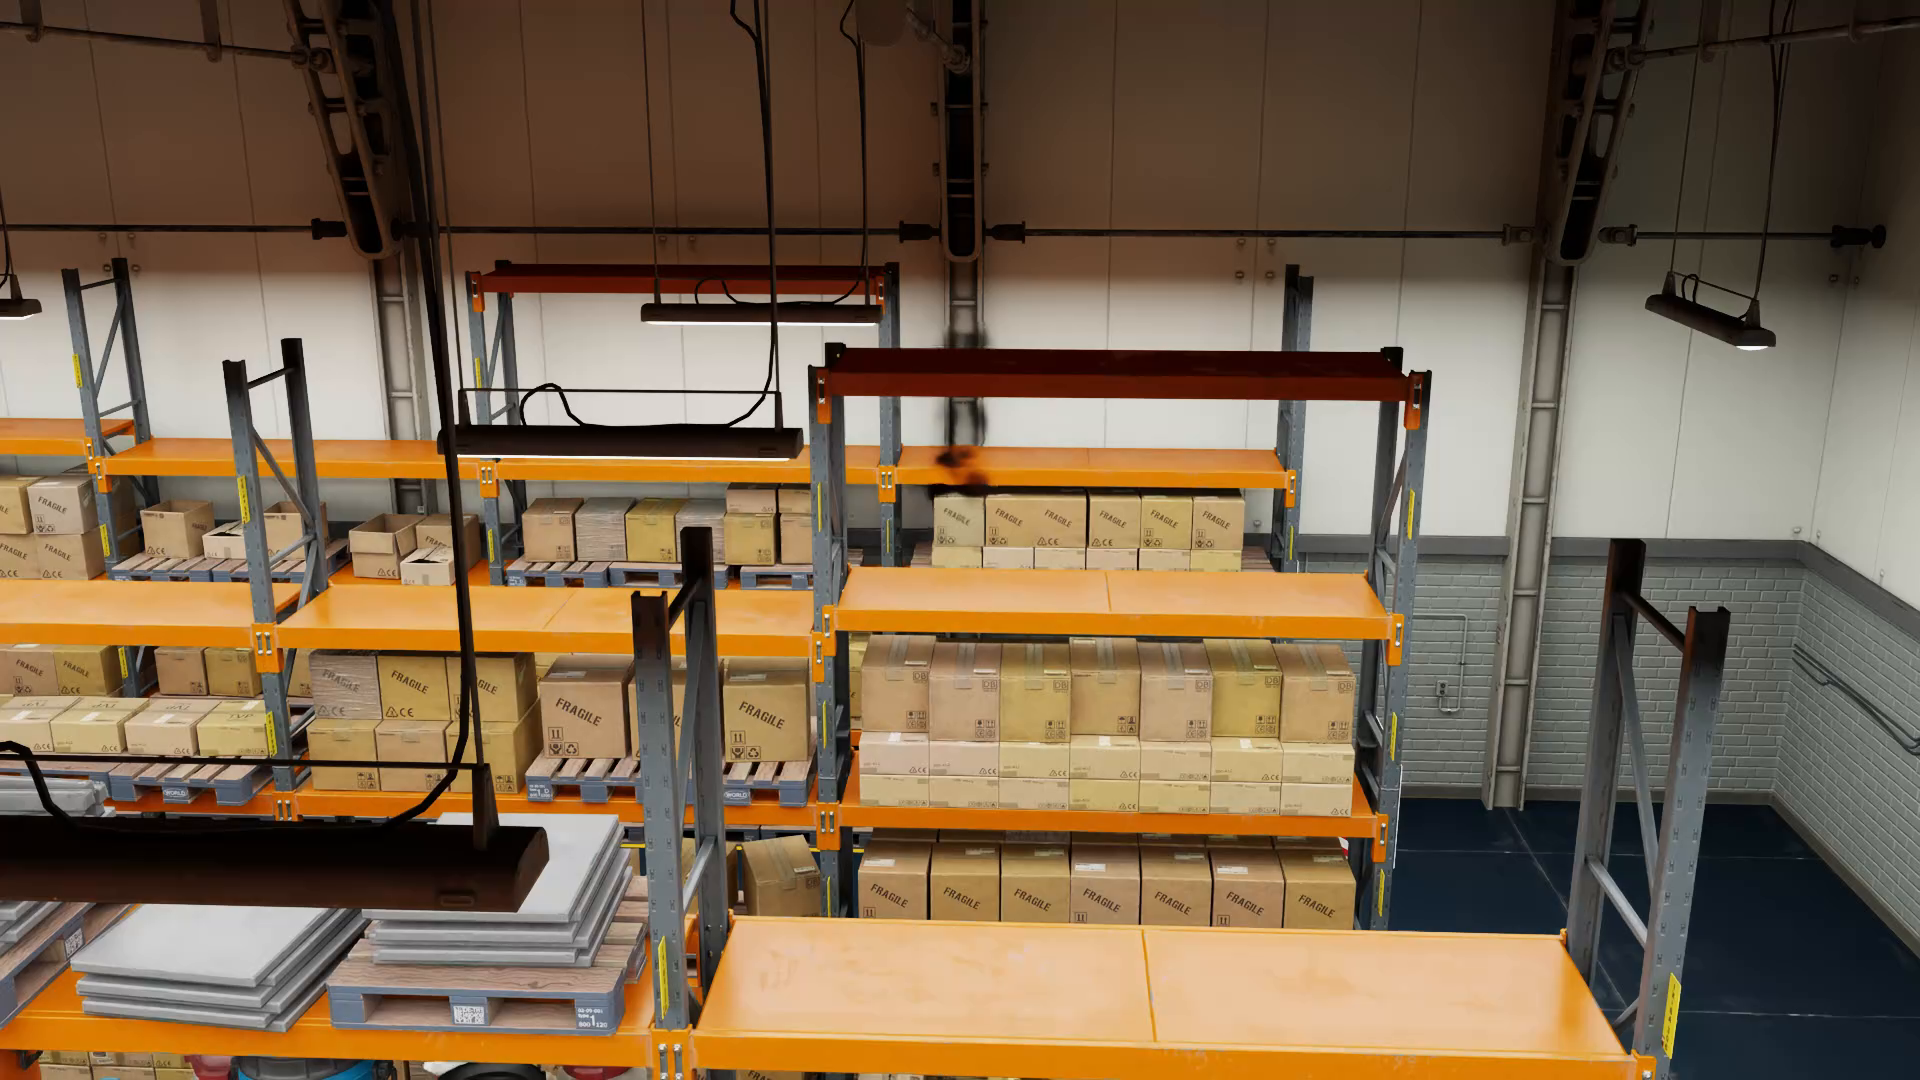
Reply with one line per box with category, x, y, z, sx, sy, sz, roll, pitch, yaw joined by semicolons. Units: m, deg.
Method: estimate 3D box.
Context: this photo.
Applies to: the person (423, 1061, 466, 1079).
person;-3.108;4.191;11.154;0.869;1.741;0.687;2;16;7
